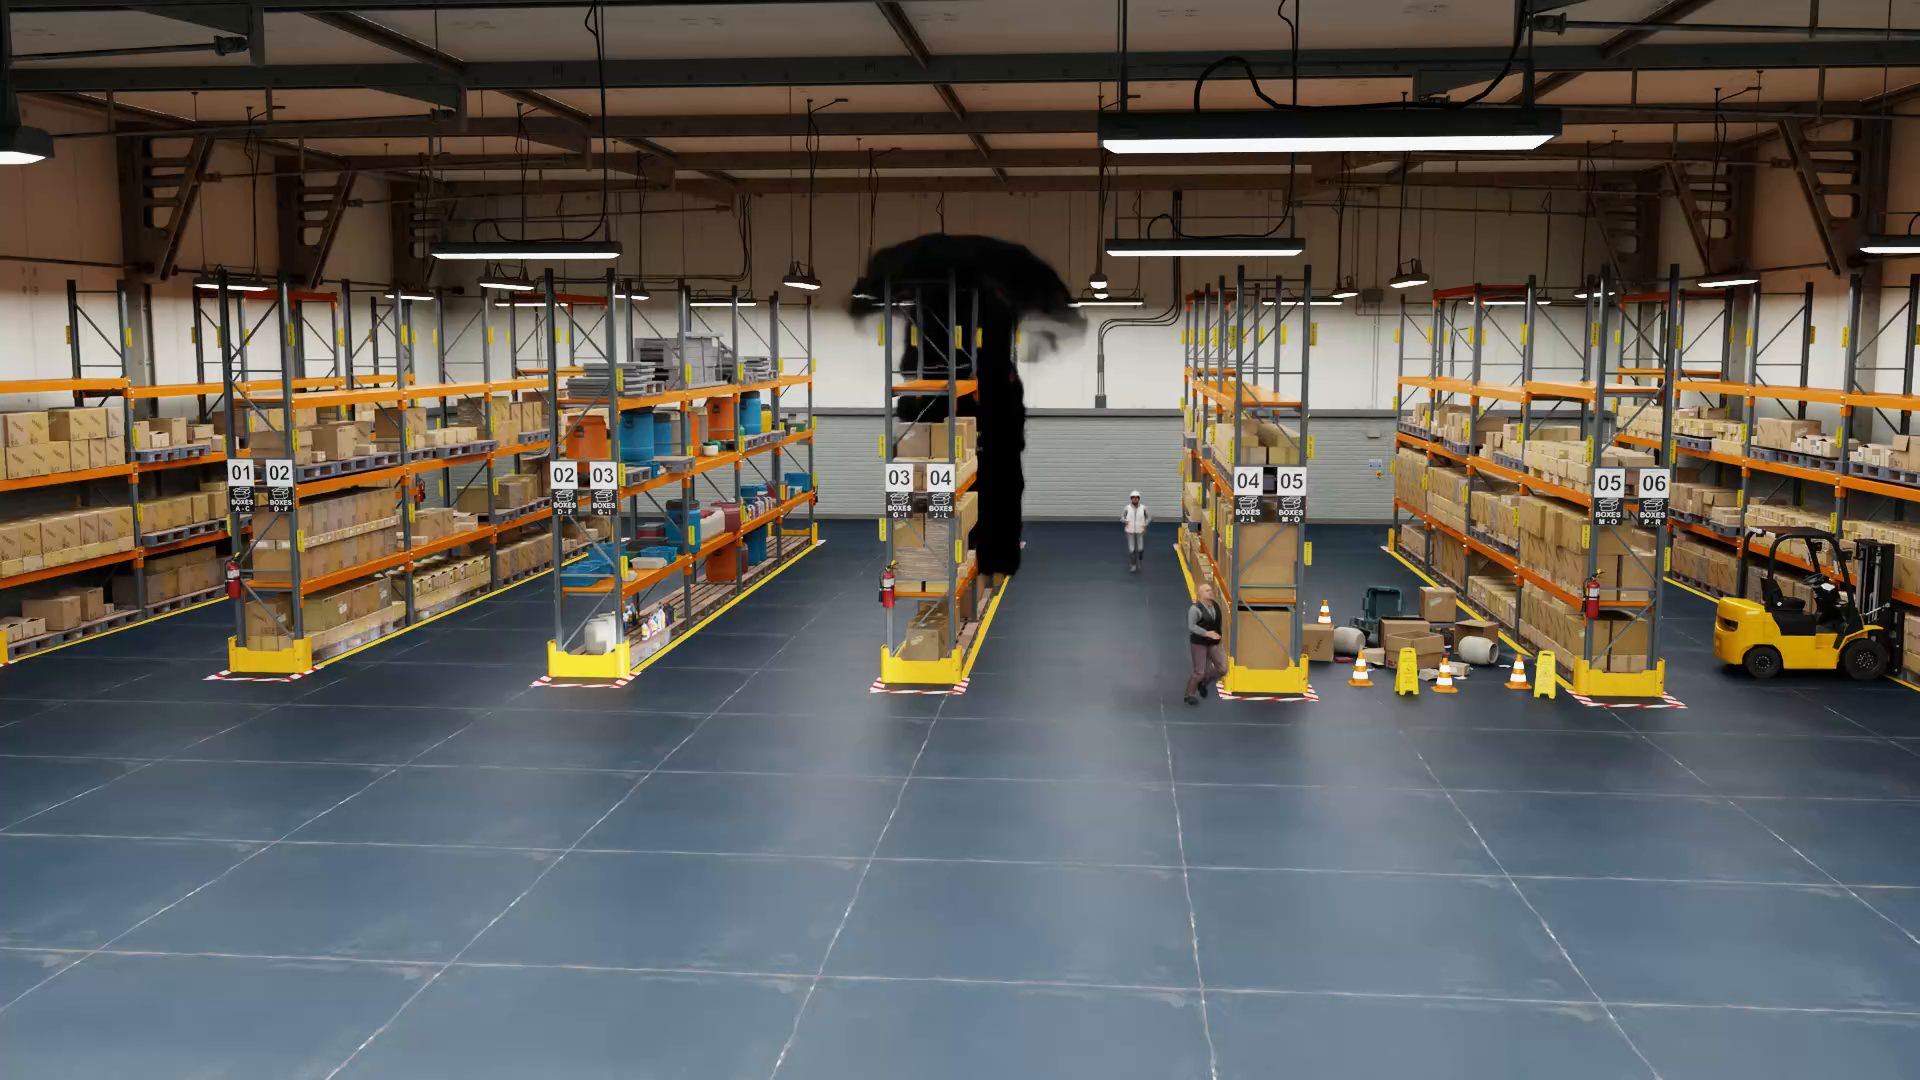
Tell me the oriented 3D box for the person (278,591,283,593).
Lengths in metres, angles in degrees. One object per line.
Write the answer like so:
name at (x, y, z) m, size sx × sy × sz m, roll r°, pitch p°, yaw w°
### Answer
person at (-12.246, 0.487, 30.387) m, size 0.584 × 1.754 × 0.775 m, roll 0°, pitch 7°, yaw 0°

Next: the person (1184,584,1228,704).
person at (3.376, 1.423, 22.624) m, size 0.687 × 1.677 × 0.737 m, roll -4°, pitch 8°, yaw -29°

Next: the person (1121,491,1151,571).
person at (3.750, -0.177, 35.523) m, size 0.649 × 1.726 × 0.580 m, roll 1°, pitch 7°, yaw 7°
